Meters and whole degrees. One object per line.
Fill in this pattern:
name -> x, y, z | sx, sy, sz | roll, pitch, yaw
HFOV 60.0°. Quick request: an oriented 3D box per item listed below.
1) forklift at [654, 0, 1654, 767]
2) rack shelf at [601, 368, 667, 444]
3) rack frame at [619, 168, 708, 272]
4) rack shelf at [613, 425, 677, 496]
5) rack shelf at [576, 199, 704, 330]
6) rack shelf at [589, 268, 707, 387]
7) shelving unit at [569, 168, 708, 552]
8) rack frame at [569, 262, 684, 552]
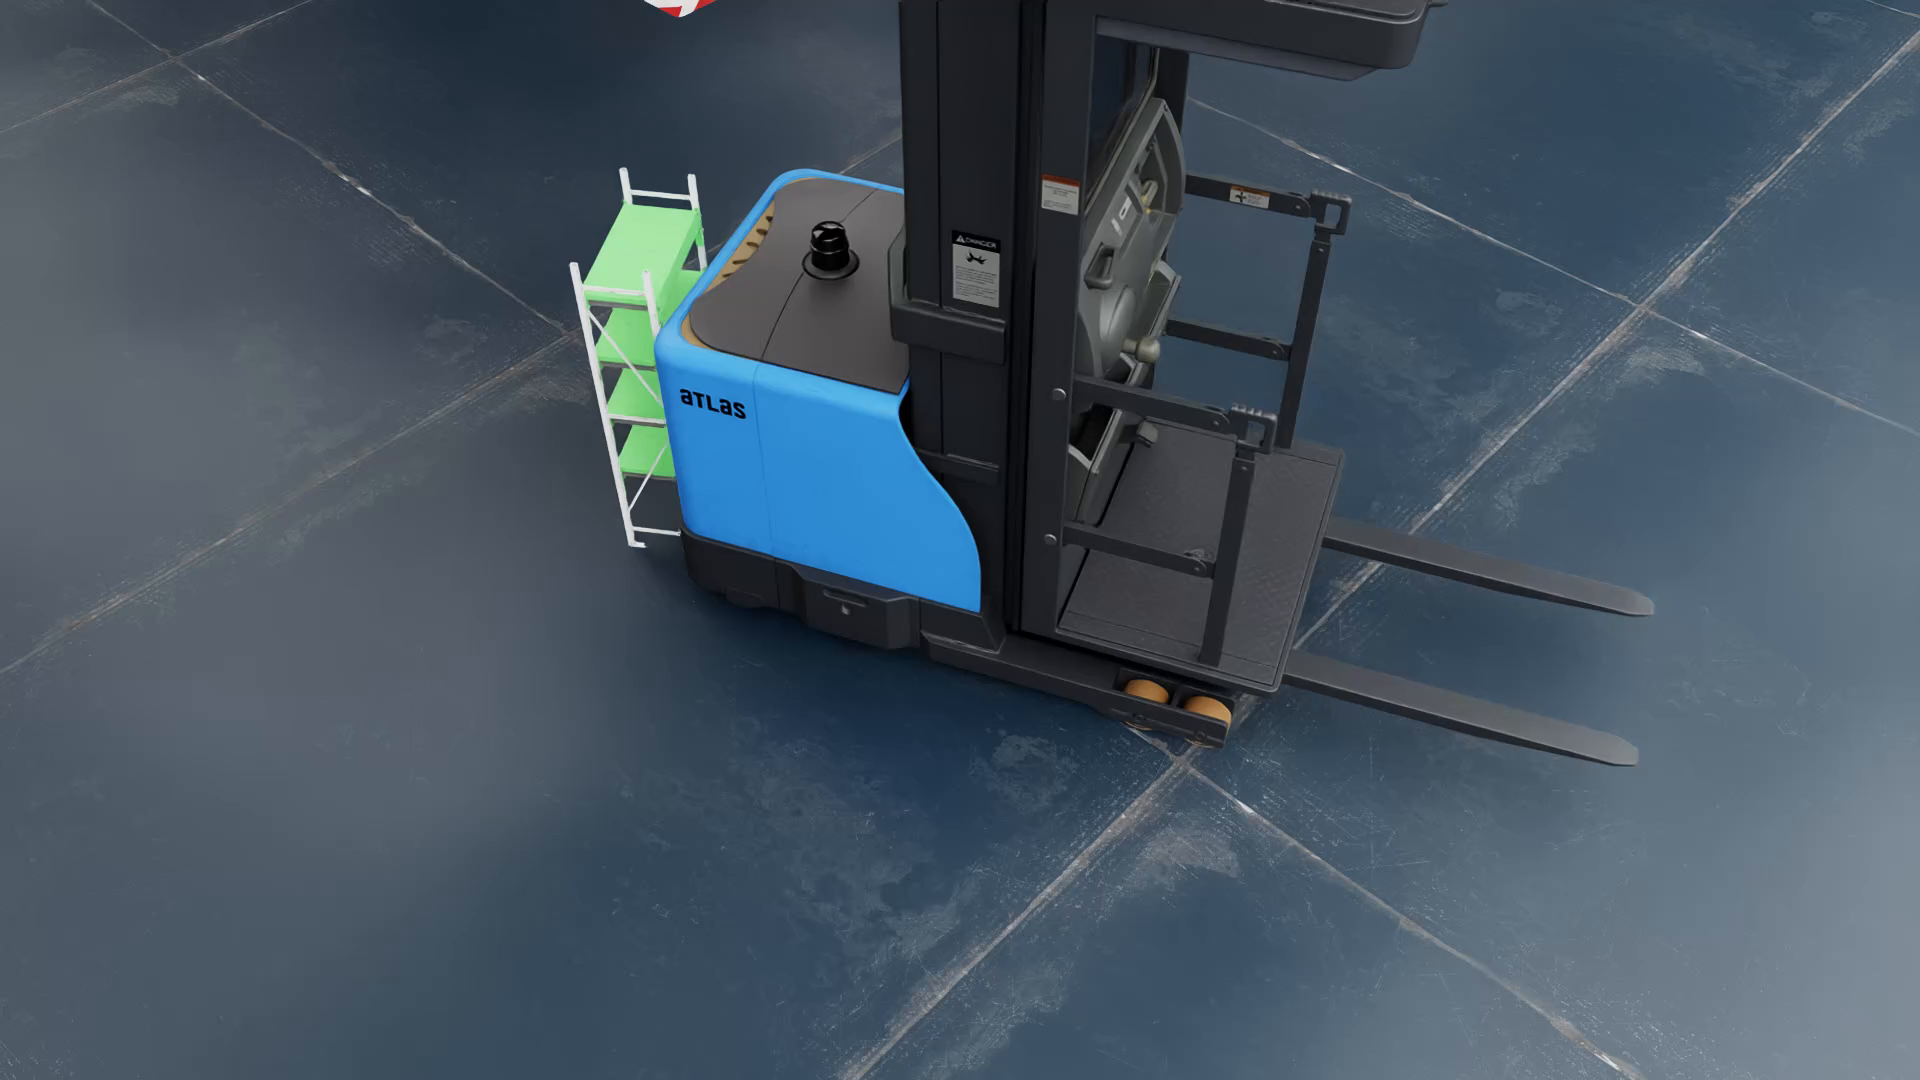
forklift -> 0.660, -0.802, 4.493 | 3.031, 2.935, 1.130 | 15, 49, 14
rack shelf -> -0.982, -0.514, 5.498 | 0.258, 0.148, 0.480 | 7, 47, 6
rack frame -> -0.943, -0.734, 5.616 | 0.240, 1.200, 0.015 | 7, 47, 6
rack shelf -> -0.982, -0.350, 5.673 | 0.258, 0.148, 0.480 | 7, 47, 6
rack shelf -> -0.982, -0.843, 5.148 | 0.258, 0.148, 0.480 | 7, 47, 6
rack shelf -> -0.982, -0.679, 5.323 | 0.258, 0.148, 0.480 | 7, 47, 6
shelving unit -> -0.982, -0.558, 5.451 | 0.258, 1.200, 0.503 | 7, 47, 6
rack frame -> -1.021, -0.383, 5.286 | 0.240, 1.200, 0.015 | 7, 47, 6
